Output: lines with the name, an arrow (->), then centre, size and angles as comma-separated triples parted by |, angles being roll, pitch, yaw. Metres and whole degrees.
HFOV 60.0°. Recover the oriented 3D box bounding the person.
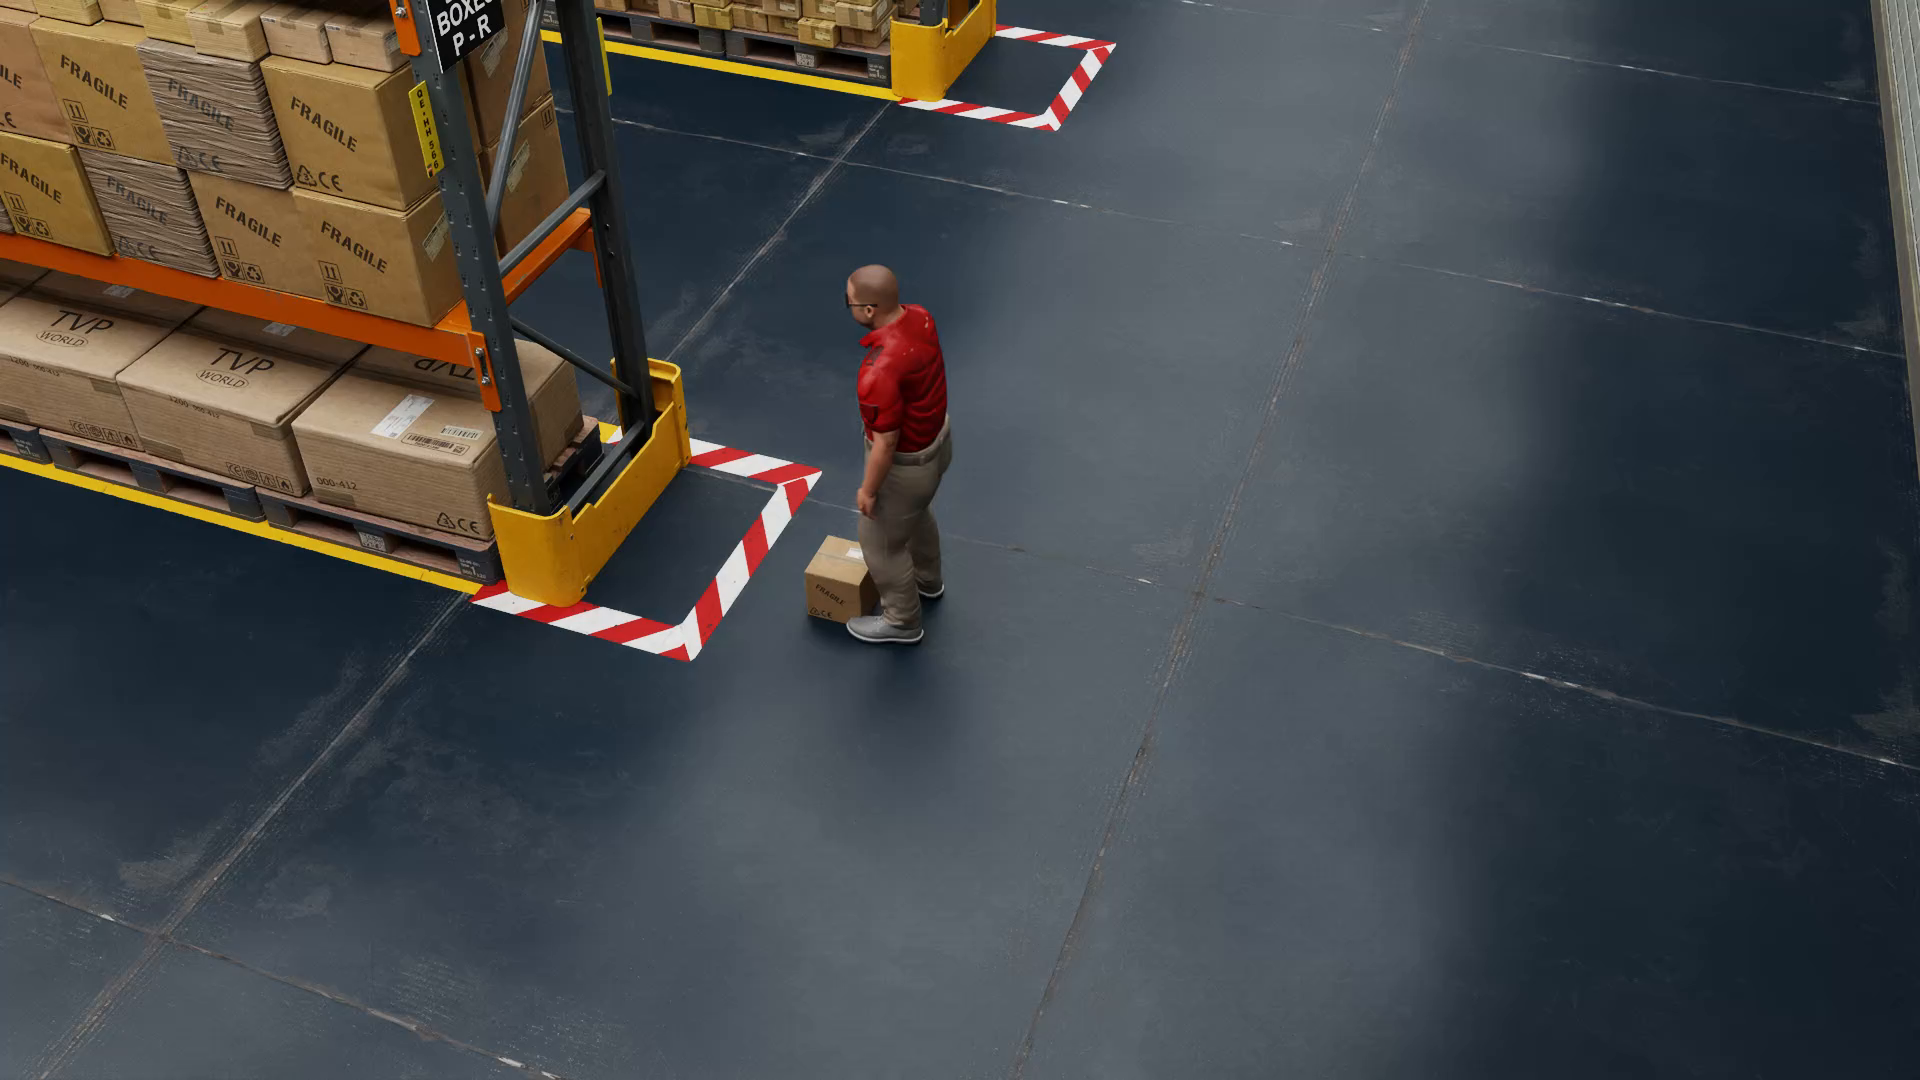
person -> -0.248, -0.330, 6.546 | 0.396, 1.726, 0.584 | 13, 43, 15
